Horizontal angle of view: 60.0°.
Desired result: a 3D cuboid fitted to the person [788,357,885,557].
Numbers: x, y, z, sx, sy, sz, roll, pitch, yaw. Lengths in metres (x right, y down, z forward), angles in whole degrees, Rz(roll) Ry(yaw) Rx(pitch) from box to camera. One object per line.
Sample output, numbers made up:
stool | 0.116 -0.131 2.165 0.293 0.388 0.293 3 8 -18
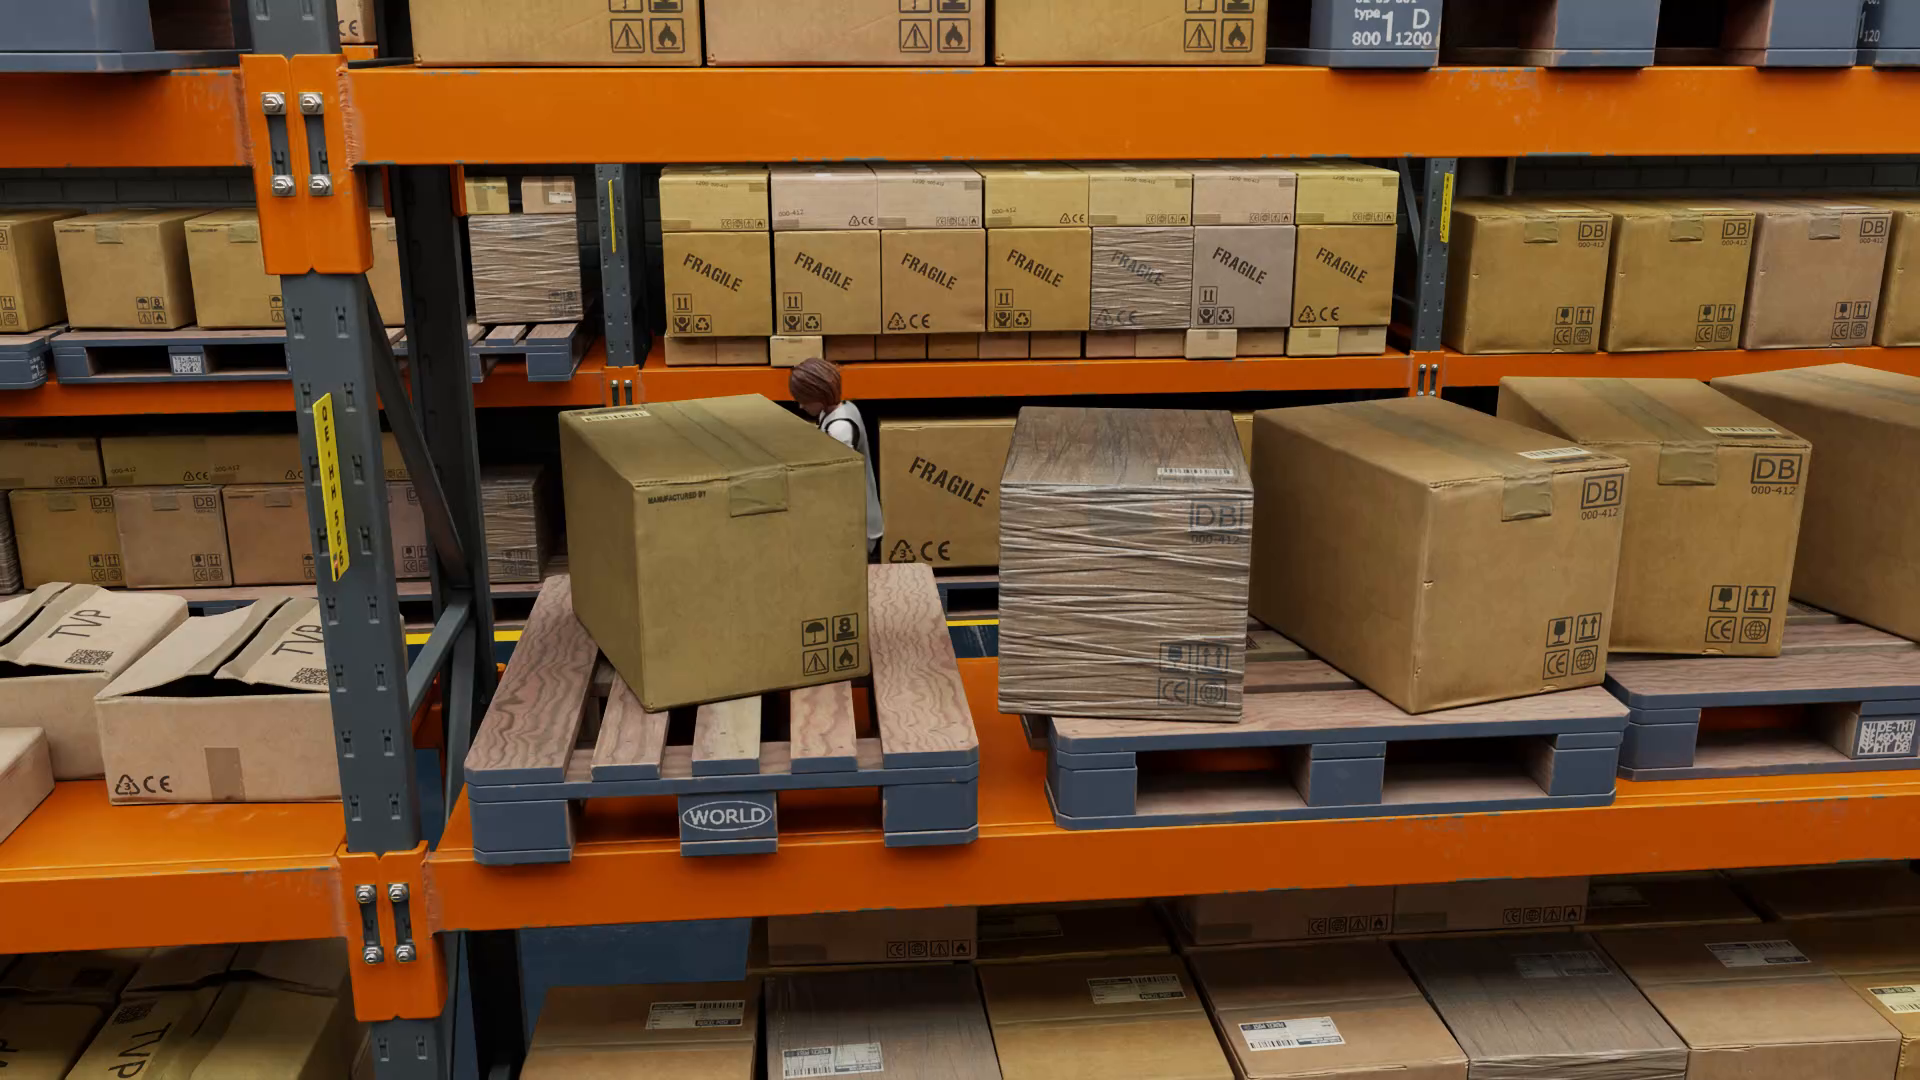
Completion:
person | -0.527 -0.019 7.249 0.400 1.533 0.430 -1 17 -4
